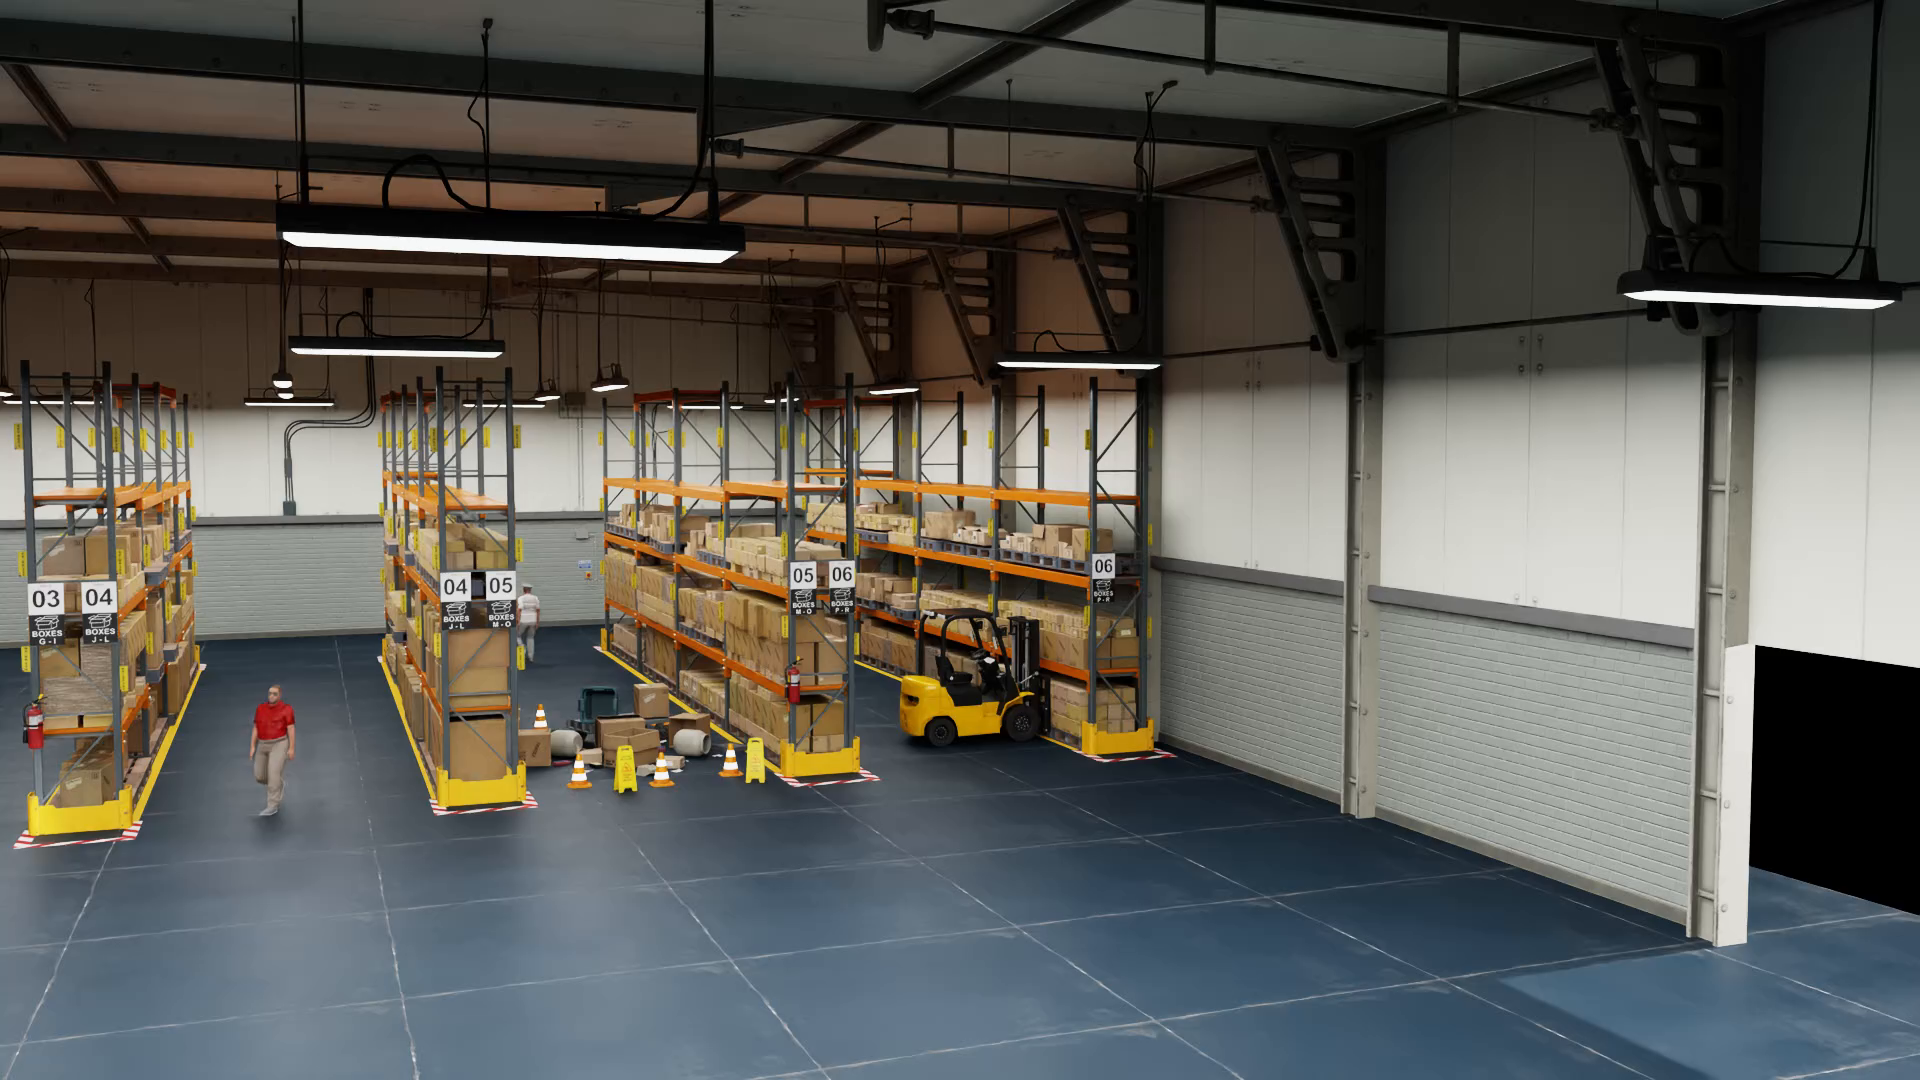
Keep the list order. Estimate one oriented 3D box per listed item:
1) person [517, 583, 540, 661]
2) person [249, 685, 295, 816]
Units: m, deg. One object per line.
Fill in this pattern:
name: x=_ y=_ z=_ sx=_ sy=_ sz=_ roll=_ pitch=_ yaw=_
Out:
person: x=-9.763 y=1.882 z=37.481 sx=0.600 sy=1.797 sz=0.451 roll=-3 pitch=4 yaw=-37
person: x=-9.243 y=2.792 z=22.324 sx=0.579 sy=1.702 sz=0.771 roll=0 pitch=3 yaw=8
